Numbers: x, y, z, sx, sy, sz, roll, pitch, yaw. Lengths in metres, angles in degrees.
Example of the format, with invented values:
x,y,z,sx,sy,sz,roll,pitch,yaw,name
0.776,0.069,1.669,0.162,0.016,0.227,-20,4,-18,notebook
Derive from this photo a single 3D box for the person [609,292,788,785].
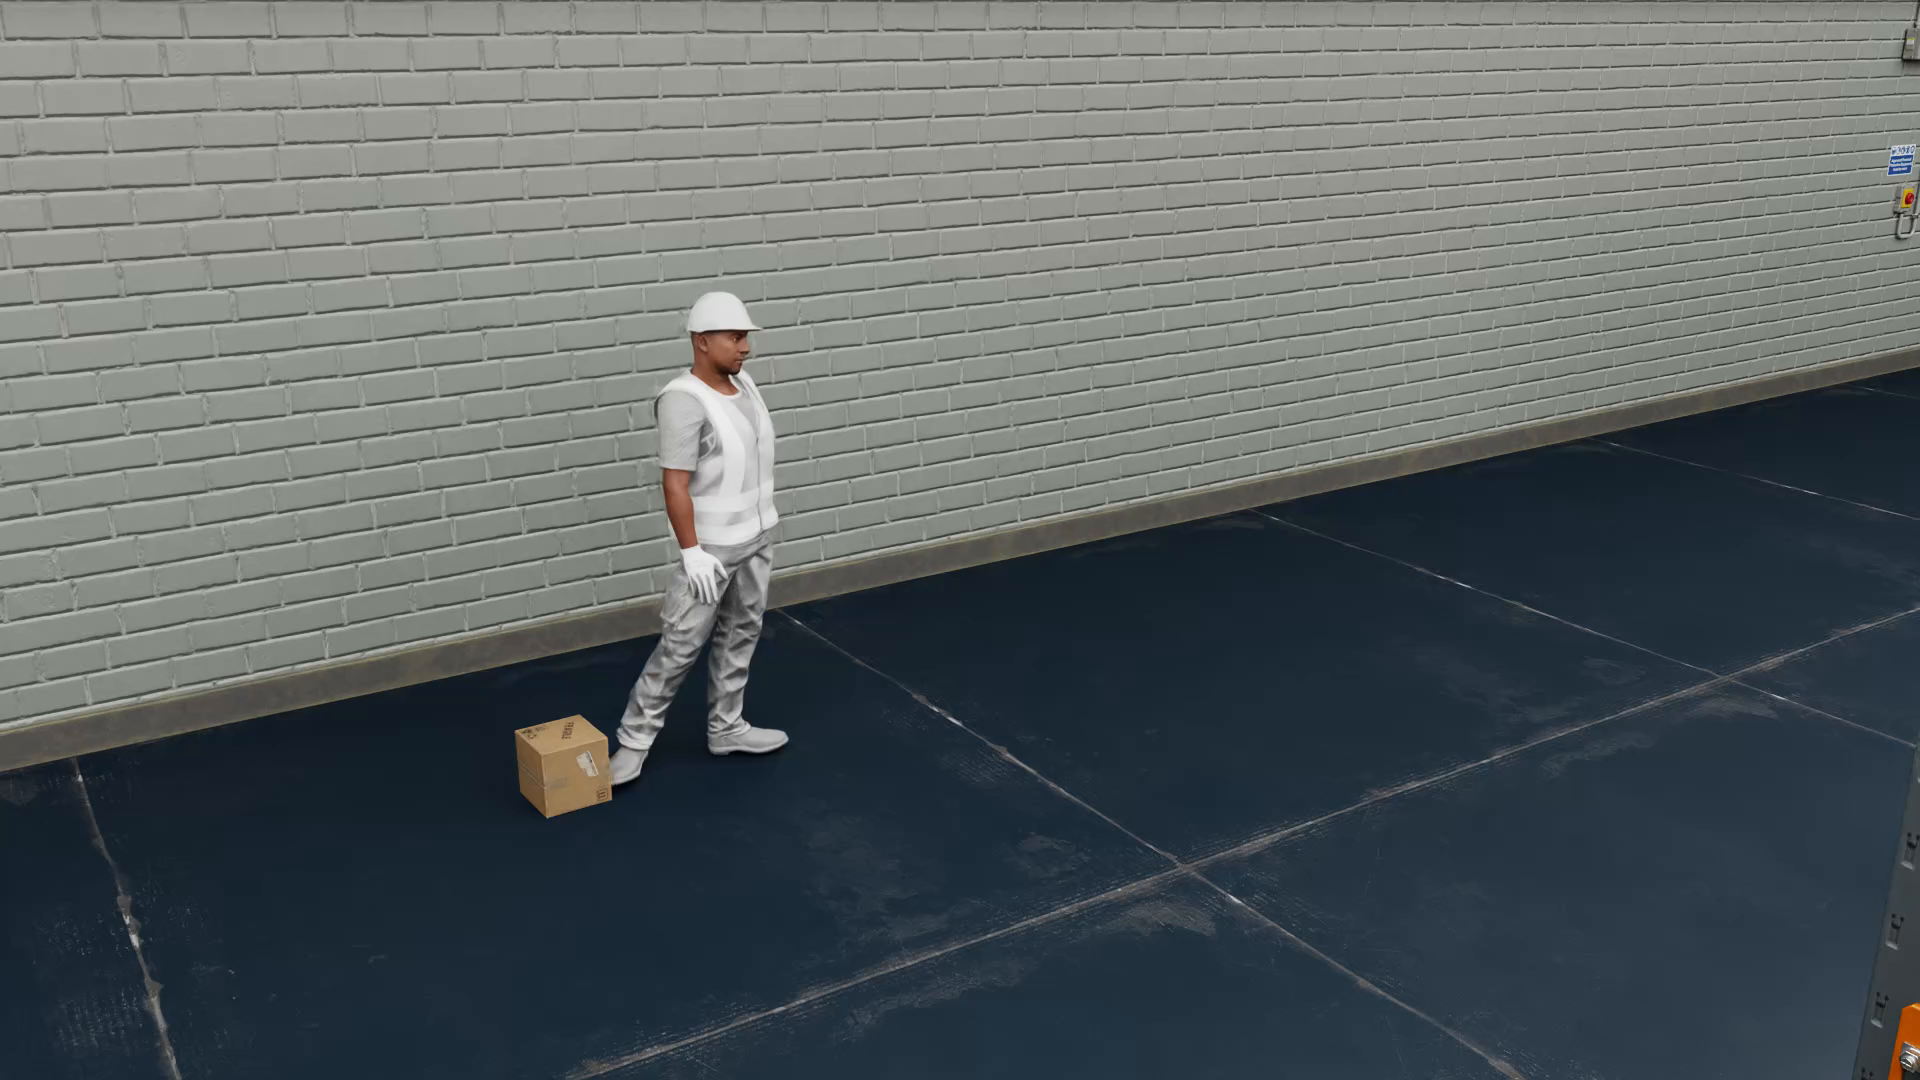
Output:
x,y,z,sx,sy,sz,roll,pitch,yaw,name
-0.982,0.005,5.995,0.506,1.775,0.741,8,20,24,person
